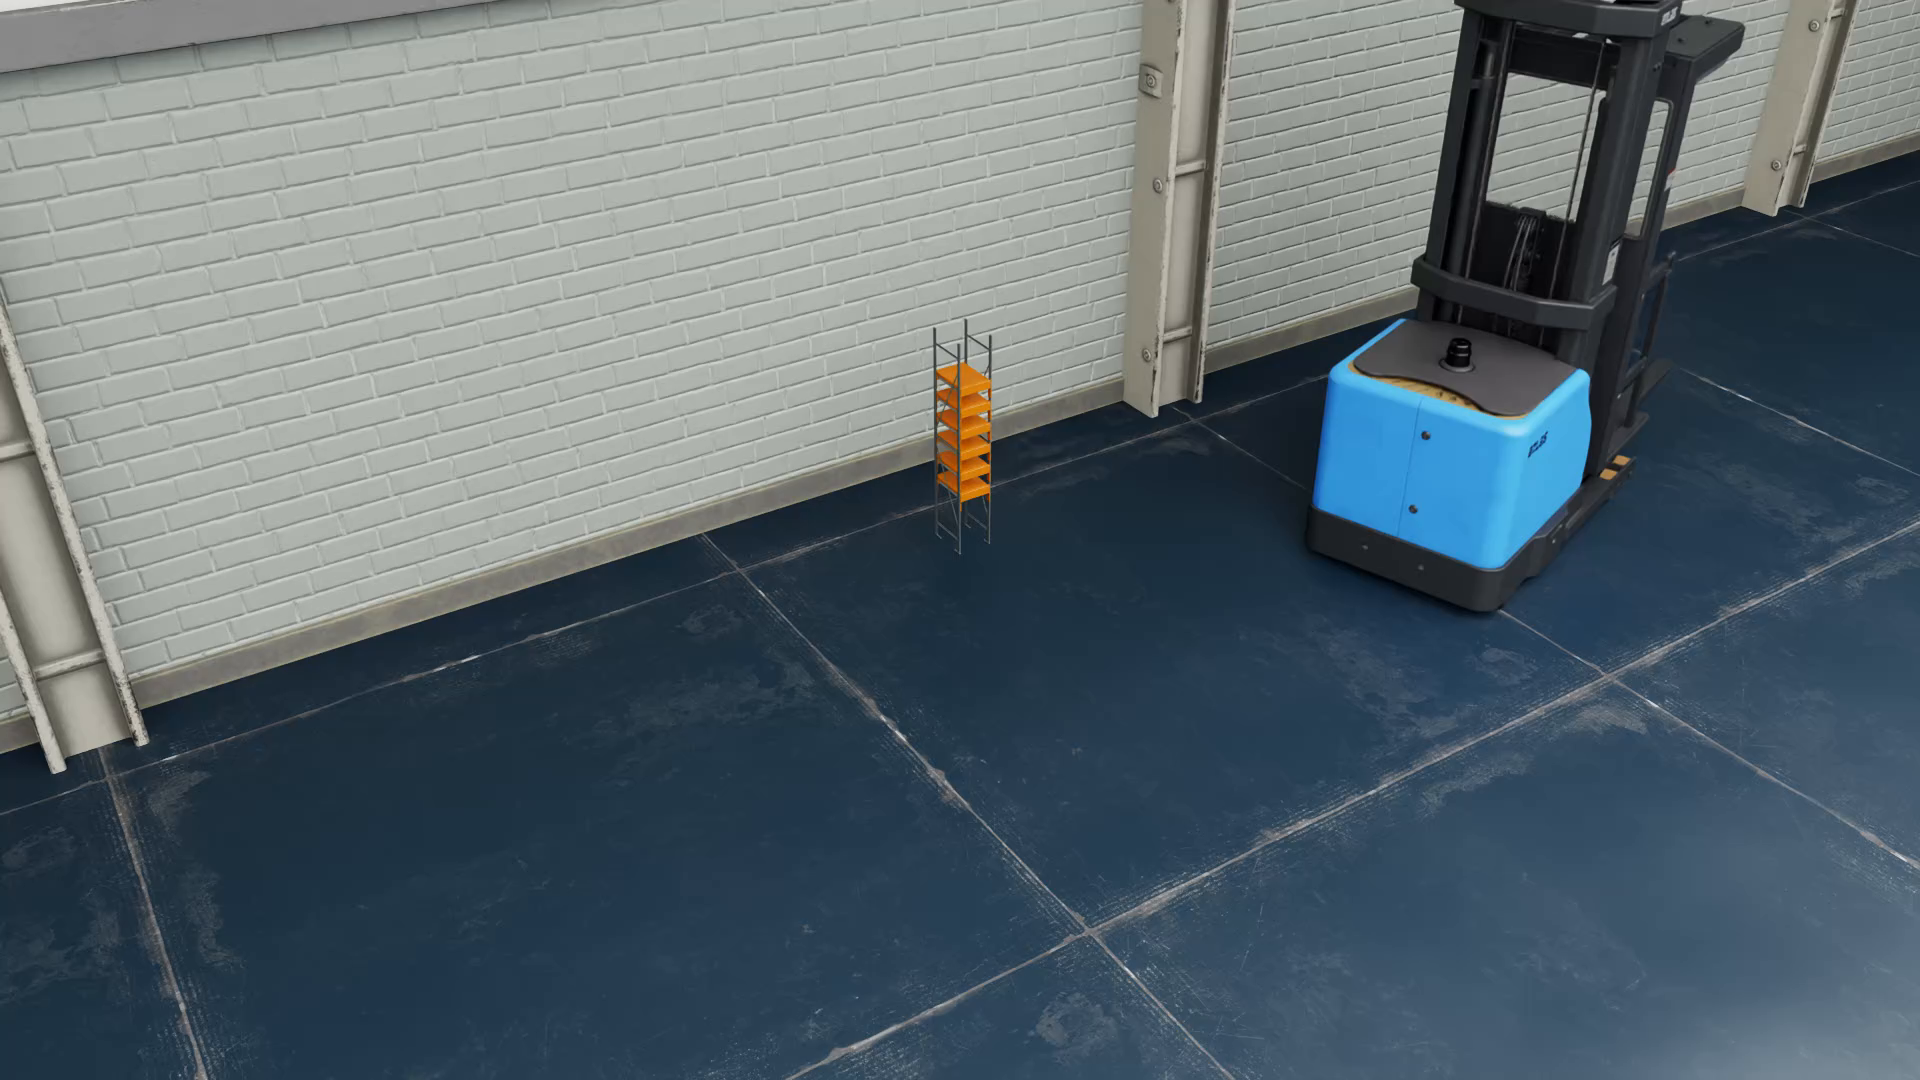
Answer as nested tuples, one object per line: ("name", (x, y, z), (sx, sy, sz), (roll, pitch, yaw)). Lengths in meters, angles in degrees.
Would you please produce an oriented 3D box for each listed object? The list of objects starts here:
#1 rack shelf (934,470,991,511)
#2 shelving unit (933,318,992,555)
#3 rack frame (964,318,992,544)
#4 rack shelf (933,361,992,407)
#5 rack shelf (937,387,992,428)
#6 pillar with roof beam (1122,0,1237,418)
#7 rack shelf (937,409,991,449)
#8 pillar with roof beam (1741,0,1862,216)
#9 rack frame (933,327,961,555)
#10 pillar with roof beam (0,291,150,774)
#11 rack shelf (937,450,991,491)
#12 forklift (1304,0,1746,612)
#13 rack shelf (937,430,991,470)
("rack shelf", (0.012, -0.271, 8.588), (0.180, 0.103, 0.258), (-19, 37, -27))
("shelving unit", (0.012, -0.512, 8.437), (0.189, 1.200, 0.258), (-19, 37, -27))
("rack frame", (0.089, -0.538, 8.478), (0.006, 1.200, 0.240), (-19, 37, -27))
("rack shelf", (0.012, -0.779, 8.268), (0.180, 0.103, 0.258), (-19, 37, -27))
("rack shelf", (0.012, -0.677, 8.332), (0.180, 0.103, 0.258), (-19, 37, -27))
("pillar with roof beam", (3.554, -2.729, 4.641), (0.400, 9.000, 9.100), (-19, 37, -27))
("rack shelf", (0.012, -0.576, 8.396), (0.180, 0.103, 0.258), (-19, 37, -27))
("pillar with roof beam", (8.597, -4.463, 7.390), (0.400, 9.000, 9.100), (-19, 37, -27))
("rack frame", (-0.065, -0.485, 8.395), (0.006, 1.200, 0.240), (-19, 37, -27))
("pillar with roof beam", (-1.489, -0.994, 1.892), (0.400, 9.000, 9.100), (-19, 37, -27))
("rack shelf", (0.012, -0.373, 8.524), (0.180, 0.103, 0.258), (-19, 37, -27))
("forklift", (3.095, -1.612, 8.558), (1.130, 2.935, 3.031), (23, 39, 32))
("rack shelf", (0.012, -0.474, 8.460), (0.180, 0.103, 0.258), (-19, 37, -27))
